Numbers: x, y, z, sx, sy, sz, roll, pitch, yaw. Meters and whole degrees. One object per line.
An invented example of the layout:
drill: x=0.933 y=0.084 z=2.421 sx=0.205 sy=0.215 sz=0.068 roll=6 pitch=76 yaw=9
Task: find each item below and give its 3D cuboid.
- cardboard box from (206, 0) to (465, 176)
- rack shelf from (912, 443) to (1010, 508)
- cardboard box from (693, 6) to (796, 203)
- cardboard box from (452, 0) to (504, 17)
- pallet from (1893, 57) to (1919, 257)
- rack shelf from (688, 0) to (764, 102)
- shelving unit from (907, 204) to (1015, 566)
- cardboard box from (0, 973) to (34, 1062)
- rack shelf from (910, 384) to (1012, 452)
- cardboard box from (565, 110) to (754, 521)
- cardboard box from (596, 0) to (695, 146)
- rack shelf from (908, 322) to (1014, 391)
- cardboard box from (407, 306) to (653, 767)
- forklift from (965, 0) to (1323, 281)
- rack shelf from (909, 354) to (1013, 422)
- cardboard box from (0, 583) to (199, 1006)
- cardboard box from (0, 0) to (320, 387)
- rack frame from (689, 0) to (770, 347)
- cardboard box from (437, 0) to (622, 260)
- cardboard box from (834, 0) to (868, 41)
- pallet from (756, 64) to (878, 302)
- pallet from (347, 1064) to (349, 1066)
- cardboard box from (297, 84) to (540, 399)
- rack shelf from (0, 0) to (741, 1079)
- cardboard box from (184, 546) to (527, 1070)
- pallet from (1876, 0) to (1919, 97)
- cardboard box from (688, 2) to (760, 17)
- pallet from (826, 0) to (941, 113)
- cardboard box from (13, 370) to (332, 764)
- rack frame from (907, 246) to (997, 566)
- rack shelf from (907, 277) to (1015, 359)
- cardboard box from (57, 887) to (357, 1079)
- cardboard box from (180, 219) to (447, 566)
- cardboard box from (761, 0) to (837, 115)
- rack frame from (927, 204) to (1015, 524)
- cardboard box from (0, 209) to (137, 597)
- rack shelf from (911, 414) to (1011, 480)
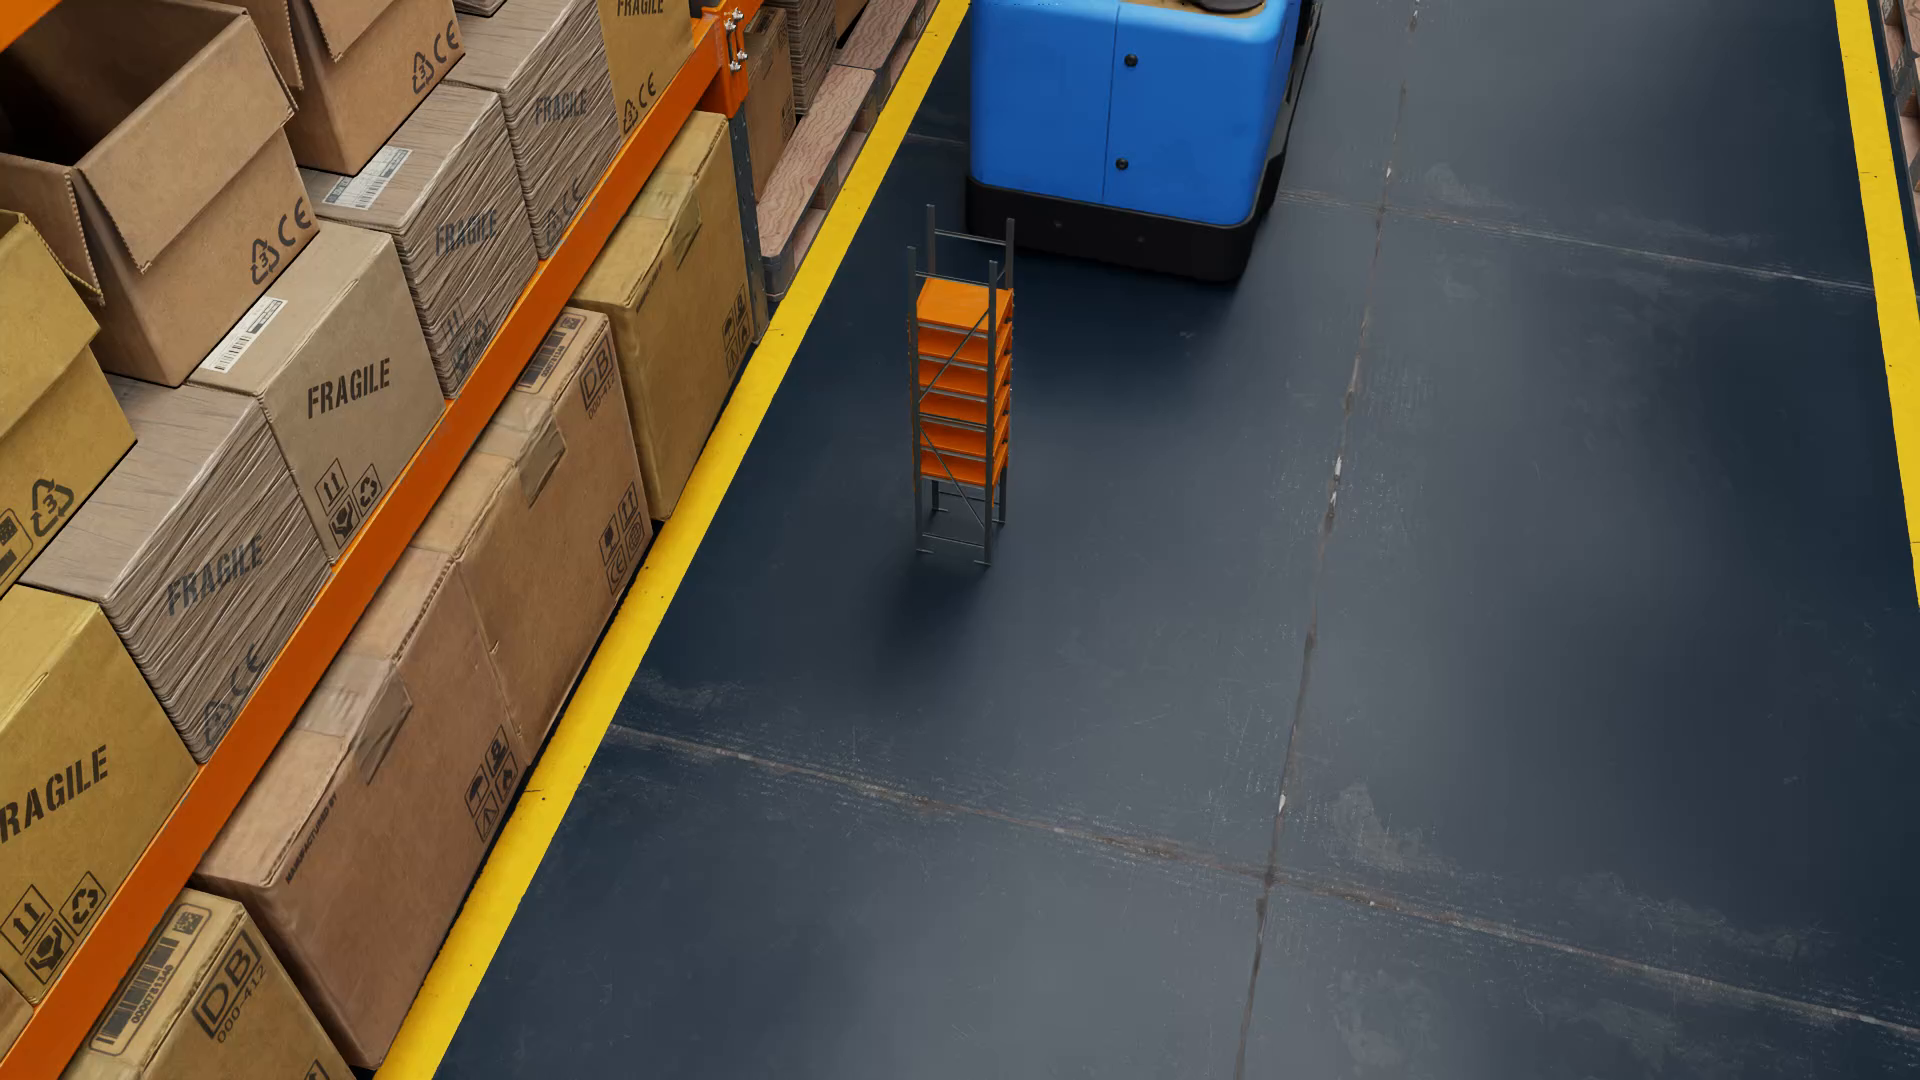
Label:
cardboard box: x=-1.558 y=-1.183 z=3.558 sx=0.797 sy=0.503 sz=0.637 roll=13 pitch=50 yaw=11
rack shelf: x=0.004 y=-0.219 z=5.023 sx=0.258 sy=0.103 sz=0.180 roll=12 pitch=50 yaw=10
cardboard box: x=-1.019 y=-1.622 z=6.055 sx=0.700 sy=0.500 sz=0.500 roll=9 pitch=49 yaw=8
cardboard box: x=-1.384 y=-1.654 z=3.974 sx=0.797 sy=0.503 sz=0.637 roll=13 pitch=50 yaw=11
pallet: x=4.167 y=-1.347 z=6.298 sx=1.003 sy=0.211 sz=1.213 roll=12 pitch=50 yaw=10
rack shelf: x=-0.650 y=-3.023 z=6.398 sx=1.077 sy=0.370 sz=4.000 roll=12 pitch=50 yaw=10
shelving unit: x=0.004 y=-0.407 z=4.809 sx=0.258 sy=1.200 sz=0.189 roll=12 pitch=50 yaw=10
cardboard box: x=-1.867 y=0.762 z=2.510 sx=0.500 sy=0.500 sz=0.500 roll=12 pitch=50 yaw=10
rack shelf: x=0.004 y=-0.378 z=4.843 sx=0.258 sy=0.103 sz=0.180 roll=12 pitch=50 yaw=10
cardboard box: x=-1.378 y=-0.756 z=5.053 sx=1.225 sy=0.875 sz=0.875 roll=9 pitch=49 yaw=8
cardboard box: x=-1.067 y=-1.442 z=4.455 sx=0.500 sy=0.500 sz=0.500 roll=13 pitch=50 yaw=11
rack shelf: x=0.004 y=-0.537 z=4.663 sx=0.258 sy=0.103 sz=0.180 roll=12 pitch=50 yaw=10
cardboard box: x=-1.620 y=-0.112 z=4.486 sx=1.225 sy=0.875 sz=0.875 roll=12 pitch=50 yaw=10
forklift: x=0.916 y=-3.032 z=5.971 sx=1.130 sy=2.935 sz=3.031 roll=12 pitch=50 yaw=10
rack shelf: x=0.004 y=-0.458 z=4.753 sx=0.258 sy=0.103 sz=0.180 roll=12 pitch=50 yaw=10
cardboard box: x=-1.735 y=0.398 z=2.831 sx=0.500 sy=0.500 sz=0.500 roll=12 pitch=50 yaw=10
cardboard box: x=-1.728 y=-0.697 z=3.129 sx=0.797 sy=0.503 sz=0.637 roll=13 pitch=50 yaw=11
rack frame: x=-1.176 y=-1.815 z=4.851 sx=1.000 sy=3.000 sz=0.127 roll=12 pitch=50 yaw=10
cardboard box: x=-1.204 y=-1.083 z=4.138 sx=0.500 sy=0.500 sz=0.500 roll=11 pitch=50 yaw=10
cardboard box: x=-0.743 y=-2.437 z=6.774 sx=0.700 sy=0.500 sz=0.500 roll=15 pitch=50 yaw=13
pallet: x=-0.969 y=-1.457 z=6.395 sx=1.003 sy=0.211 sz=1.213 roll=12 pitch=50 yaw=10
pallet: x=-2.098 y=1.428 z=3.849 sx=1.003 sy=0.211 sz=1.213 roll=12 pitch=50 yaw=10
cardboard box: x=-1.337 y=-0.706 z=3.806 sx=0.500 sy=0.500 sz=0.500 roll=10 pitch=49 yaw=9
rack shelf: x=-1.702 y=-0.130 z=3.844 sx=1.077 sy=0.370 sz=4.000 roll=12 pitch=50 yaw=10
cardboard box: x=-1.845 y=0.529 z=3.919 sx=1.225 sy=0.875 sz=0.875 roll=10 pitch=49 yaw=9
pallet: x=4.486 y=-2.232 z=7.079 sx=1.003 sy=0.211 sz=1.213 roll=12 pitch=50 yaw=10
cardboard box: x=-1.029 y=-1.872 z=5.775 sx=0.500 sy=0.250 sz=0.500 roll=13 pitch=50 yaw=12
pallet: x=-0.646 y=-2.337 z=7.172 sx=1.003 sy=0.211 sz=1.213 roll=12 pitch=50 yaw=10
cardboard box: x=-1.603 y=0.036 z=3.151 sx=0.500 sy=0.500 sz=0.500 roll=11 pitch=49 yaw=9
rack frame: x=-0.020 y=-0.341 z=4.751 sx=0.240 sy=1.200 sz=0.006 roll=12 pitch=50 yaw=10
rack shelf: x=0.004 y=-0.616 z=4.573 sx=0.258 sy=0.103 sz=0.180 roll=12 pitch=50 yaw=10
cardboard box: x=-2.080 y=1.176 z=3.349 sx=1.225 sy=0.875 sz=0.875 roll=12 pitch=50 yaw=10
cardboard box: x=-1.472 y=-0.339 z=3.481 sx=0.500 sy=0.500 sz=0.500 roll=12 pitch=50 yaw=11
cardboard box: x=-0.885 y=-2.026 z=6.411 sx=0.700 sy=0.500 sz=0.500 roll=8 pitch=49 yaw=7
rack frame: x=0.028 y=-0.474 z=4.868 sx=0.240 sy=1.200 sz=0.006 roll=12 pitch=50 yaw=10
cardboard box: x=-1.877 y=-0.244 z=2.729 sx=0.797 sy=0.503 sz=0.637 roll=12 pitch=50 yaw=10
rack shelf: x=0.004 y=-0.299 z=4.933 sx=0.258 sy=0.103 sz=0.180 roll=12 pitch=50 yaw=10
